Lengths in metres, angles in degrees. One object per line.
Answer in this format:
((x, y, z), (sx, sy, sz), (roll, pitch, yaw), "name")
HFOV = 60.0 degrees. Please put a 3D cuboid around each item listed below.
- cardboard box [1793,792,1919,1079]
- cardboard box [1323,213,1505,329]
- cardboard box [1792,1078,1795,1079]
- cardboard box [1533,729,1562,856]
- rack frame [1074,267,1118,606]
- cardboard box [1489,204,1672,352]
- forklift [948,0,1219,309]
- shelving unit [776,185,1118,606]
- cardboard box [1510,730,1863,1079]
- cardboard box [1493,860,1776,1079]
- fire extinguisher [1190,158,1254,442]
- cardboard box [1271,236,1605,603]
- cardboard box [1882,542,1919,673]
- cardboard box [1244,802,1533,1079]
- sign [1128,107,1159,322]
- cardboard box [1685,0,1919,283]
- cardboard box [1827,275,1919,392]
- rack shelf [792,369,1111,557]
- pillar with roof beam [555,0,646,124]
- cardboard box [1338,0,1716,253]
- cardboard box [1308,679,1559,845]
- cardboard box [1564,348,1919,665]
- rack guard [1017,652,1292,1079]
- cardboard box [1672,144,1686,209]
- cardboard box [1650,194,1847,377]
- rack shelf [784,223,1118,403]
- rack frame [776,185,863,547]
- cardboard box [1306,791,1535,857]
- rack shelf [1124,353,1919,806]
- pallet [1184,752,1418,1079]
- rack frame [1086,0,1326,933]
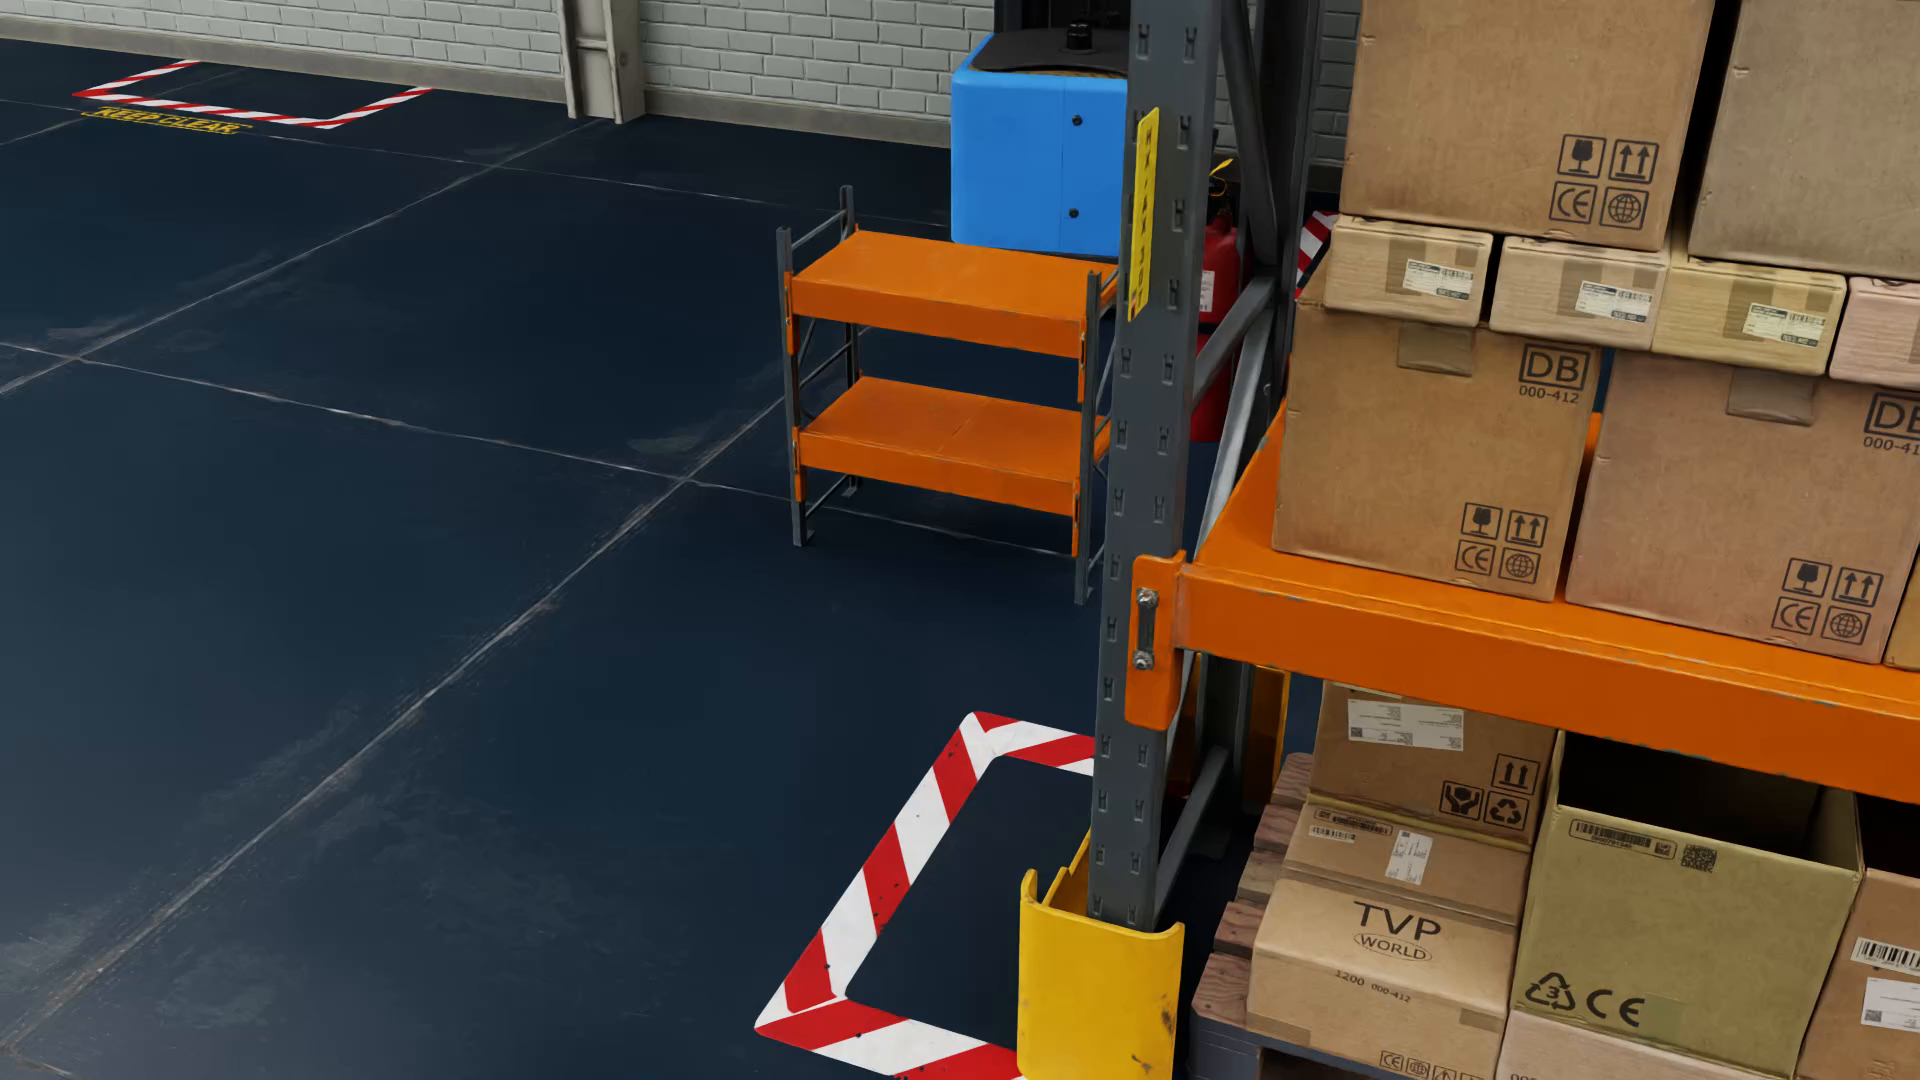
((1.853, 0.709, 3.053), (0.500, 0.500, 0.500), (11, 31, 19), "cardboard box")
((0.790, -0.513, 2.848), (0.250, 0.149, 0.380), (11, 31, 19), "cardboard box")
((1.848, 1.041, 3.228), (0.500, 0.250, 0.500), (11, 31, 19), "cardboard box")
((1.583, 0.708, 3.817), (0.500, 0.250, 0.500), (11, 31, 19), "cardboard box")
((0.477, -0.394, 5.305), (0.032, 1.125, 0.500), (11, 31, 19), "rack frame")
((1.035, -0.465, 2.764), (0.250, 0.149, 0.380), (10, 31, 18), "cardboard box")
((0.760, -3.000, 8.079), (1.130, 2.935, 3.031), (6, 30, 11), "forklift")
((0.006, -0.488, 5.471), (1.048, 1.125, 0.538), (11, 31, 19), "shelving unit")
((1.384, 0.622, 3.206), (0.500, 0.500, 0.500), (11, 31, 19), "cardboard box")
((1.385, 0.948, 3.392), (0.500, 0.250, 0.500), (11, 31, 19), "cardboard box")
((0.572, -0.558, 3.767), (0.183, 0.674, 0.296), (11, 31, 19), "fire extinguisher")
((0.935, -0.309, 3.147), (0.500, 0.500, 0.700), (11, 31, 19), "cardboard box")
((1.881, -0.120, 2.812), (0.500, 0.500, 0.700), (12, 31, 19), "cardboard box")
((0.920, 0.857, 3.553), (0.500, 0.250, 0.500), (11, 31, 19), "cardboard box")
((0.293, -0.517, 2.656), (0.005, 0.325, 0.100), (11, 31, 19), "sign")
((1.473, -0.769, 2.642), (0.500, 0.500, 0.700), (10, 31, 18), "cardboard box")
((1.499, -0.371, 2.597), (0.250, 0.149, 0.380), (11, 31, 18), "cardboard box")
((0.006, -0.276, 5.591), (1.000, 0.278, 0.538), (11, 31, 19), "rack shelf")
((-3.838, -4.641, 4.815), (0.400, 9.000, 9.100), (11, 31, 19), "pillar with roof beam")
((0.984, -0.864, 2.810), (0.500, 0.500, 0.700), (11, 31, 19), "cardboard box")
((1.116, 0.294, 3.788), (0.500, 0.500, 0.500), (11, 31, 19), "cardboard box")
((1.423, -0.214, 2.979), (0.500, 0.500, 0.700), (12, 32, 20), "cardboard box")
((0.485, 0.726, 3.957), (0.348, 0.500, 1.175), (11, 31, 19), "rack guard")
((1.413, -0.605, 3.011), (0.250, 0.149, 0.380), (11, 31, 18), "cardboard box")
((1.266, -0.418, 2.681), (0.250, 0.149, 0.380), (11, 31, 19), "cardboard box")
((0.006, -0.743, 5.327), (1.000, 0.278, 0.538), (11, 31, 19), "rack shelf")
((-0.465, -0.582, 5.637), (0.032, 1.125, 0.500), (11, 31, 19), "rack frame")
((1.115, 0.621, 3.971), (0.500, 0.250, 0.500), (11, 31, 19), "cardboard box")
((2.360, 0.325, 2.857), (4.000, 0.370, 1.077), (11, 31, 19), "rack shelf")
((1.231, 0.979, 3.804), (1.213, 0.211, 1.003), (11, 31, 19), "pallet")
((0.507, -0.358, 3.334), (0.127, 3.000, 1.000), (11, 31, 19), "rack frame")
